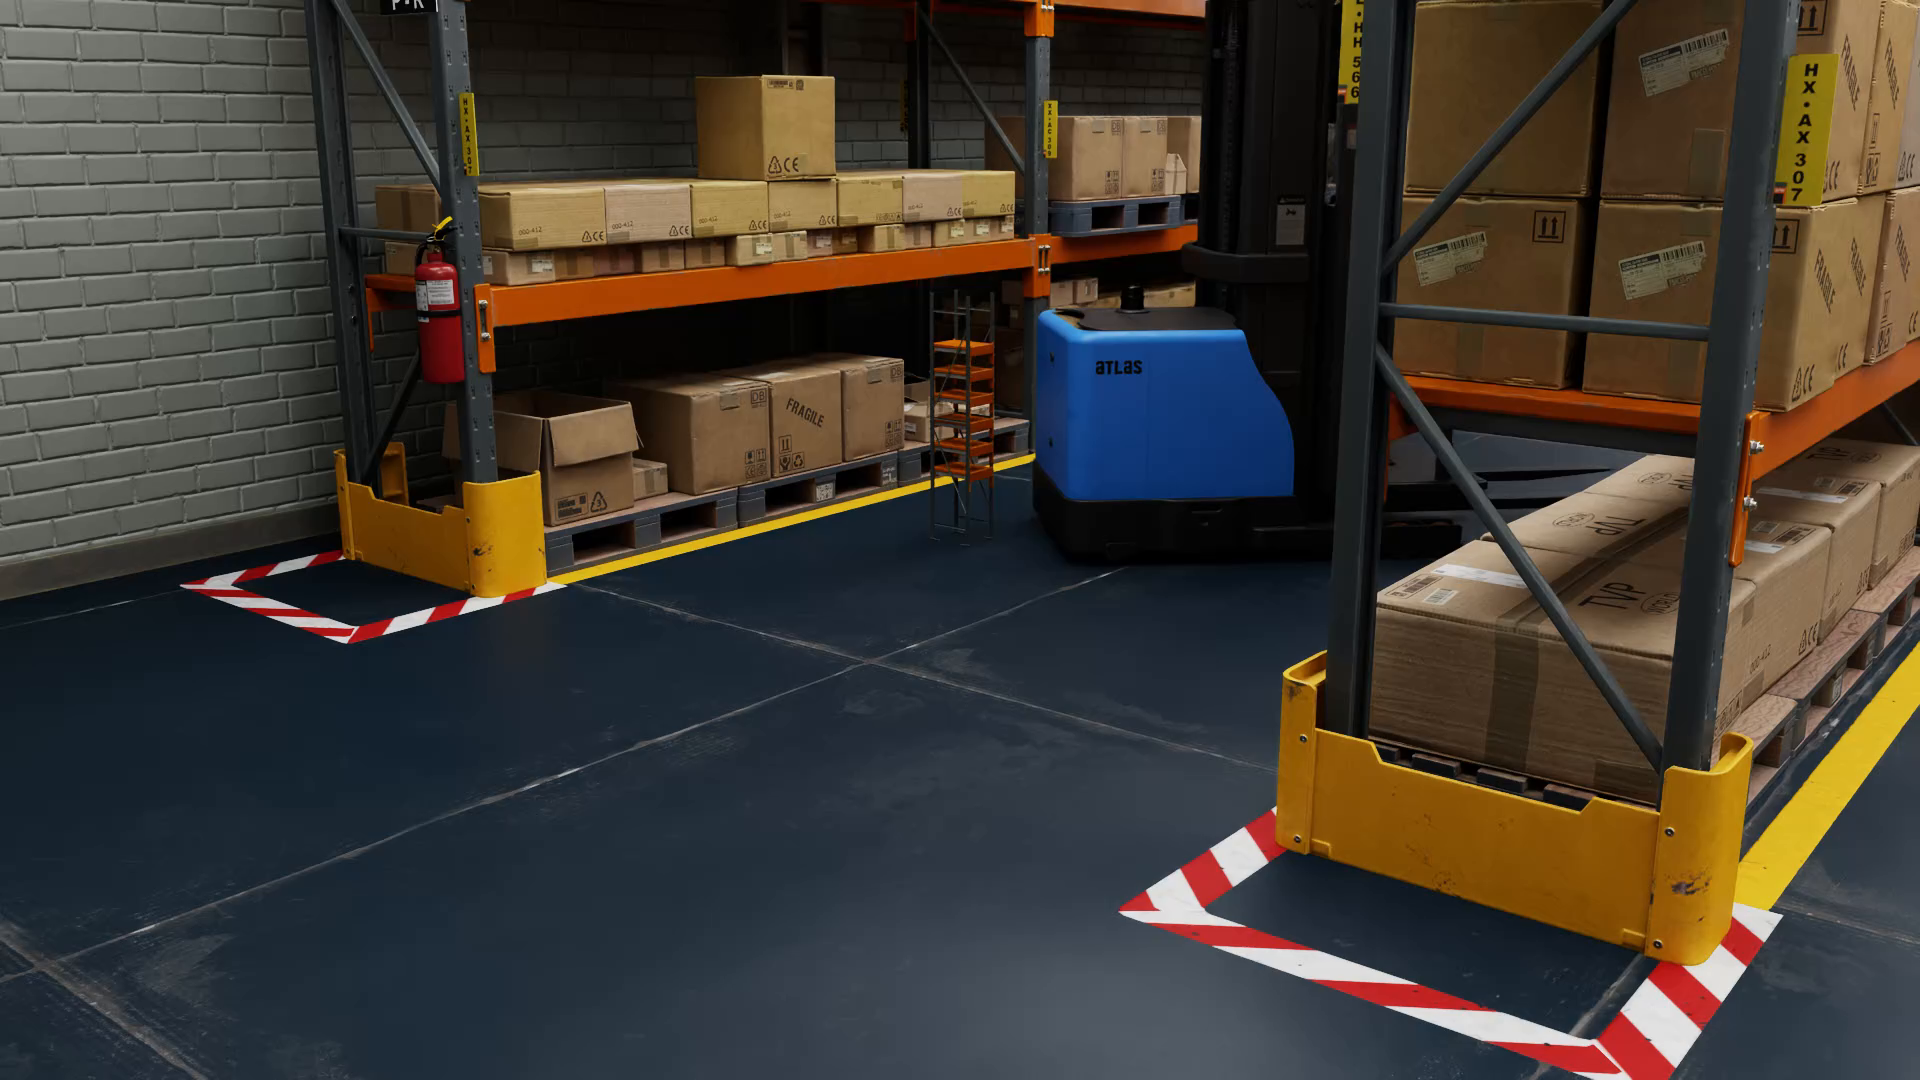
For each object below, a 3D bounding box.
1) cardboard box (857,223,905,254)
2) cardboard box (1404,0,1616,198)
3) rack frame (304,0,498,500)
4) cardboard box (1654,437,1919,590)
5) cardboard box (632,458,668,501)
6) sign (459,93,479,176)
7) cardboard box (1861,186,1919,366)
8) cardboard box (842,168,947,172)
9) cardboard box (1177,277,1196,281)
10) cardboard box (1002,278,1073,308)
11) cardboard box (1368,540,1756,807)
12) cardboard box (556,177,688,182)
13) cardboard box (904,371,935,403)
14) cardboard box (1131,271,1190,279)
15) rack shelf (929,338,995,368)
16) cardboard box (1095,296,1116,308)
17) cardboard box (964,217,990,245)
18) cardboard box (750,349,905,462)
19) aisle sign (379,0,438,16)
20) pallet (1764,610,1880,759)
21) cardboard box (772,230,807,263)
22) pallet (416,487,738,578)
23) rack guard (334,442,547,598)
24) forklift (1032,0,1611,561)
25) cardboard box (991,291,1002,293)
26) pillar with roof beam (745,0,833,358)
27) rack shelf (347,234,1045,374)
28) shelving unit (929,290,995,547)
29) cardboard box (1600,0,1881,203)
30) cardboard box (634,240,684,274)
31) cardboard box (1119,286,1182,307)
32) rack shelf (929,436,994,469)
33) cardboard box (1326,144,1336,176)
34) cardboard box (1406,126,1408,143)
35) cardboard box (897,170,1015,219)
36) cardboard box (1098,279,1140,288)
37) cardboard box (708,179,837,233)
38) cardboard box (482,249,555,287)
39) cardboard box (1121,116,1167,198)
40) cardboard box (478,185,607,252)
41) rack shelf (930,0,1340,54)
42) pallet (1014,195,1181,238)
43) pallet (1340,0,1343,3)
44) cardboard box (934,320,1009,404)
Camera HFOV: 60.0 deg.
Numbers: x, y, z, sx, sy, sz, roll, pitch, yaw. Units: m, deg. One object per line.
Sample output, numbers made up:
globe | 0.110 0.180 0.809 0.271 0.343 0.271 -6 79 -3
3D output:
cardboard box | -0.519 -1.644 9.014 0.380 0.149 0.250 11 18 37
cardboard box | 1.567 -1.201 4.525 0.500 0.500 0.500 12 19 39
rack frame | -2.413 -1.306 7.173 1.000 3.000 0.127 11 18 38
cardboard box | 3.486 -0.163 7.023 0.875 0.438 0.875 11 18 37
cardboard box | -1.658 -0.306 8.172 0.380 0.149 0.250 10 18 35
sign | -1.991 -1.642 6.736 0.100 0.325 0.005 11 18 38
cardboard box | 2.605 -0.831 5.097 0.500 0.500 0.500 11 18 37
cardboard box | -0.421 -2.091 9.961 0.500 0.250 0.500 11 18 37
cardboard box | 1.796 -1.819 12.097 0.380 0.149 0.250 11 18 37
cardboard box | 0.486 -1.560 10.473 0.380 0.149 0.250 11 18 37
cardboard box | 1.787 0.358 4.974 0.875 0.438 0.875 11 18 36
cardboard box | -1.691 -1.700 8.421 0.500 0.250 0.500 12 19 39
cardboard box | -0.498 -0.883 10.113 0.500 0.311 0.500 12 19 39
cardboard box | 1.520 -1.949 12.608 0.380 0.149 0.250 10 17 35
rack shelf | 0.009 -0.890 7.908 0.258 0.103 0.180 11 18 38
cardboard box | 0.799 -1.522 10.929 0.380 0.149 0.250 10 17 35
cardboard box | -0.050 -1.797 9.615 0.380 0.149 0.250 12 18 39
cardboard box | -0.735 -0.757 9.235 0.700 0.500 0.500 10 18 35
aisle sign | -2.228 -2.508 6.622 0.394 0.787 0.004 11 18 38
pallet | 2.658 0.415 6.061 1.003 0.211 1.213 11 18 38
cardboard box | -0.995 -1.498 8.436 0.380 0.149 0.250 12 18 39
pallet | -1.865 -0.122 8.175 1.003 0.211 1.213 11 18 38
rack guard | -2.366 -0.109 7.538 1.175 0.500 0.348 11 18 38
forklift | 1.926 -1.462 7.926 3.031 2.935 1.130 -2 14 -7
cardboard box | 0.415 -1.593 11.207 0.380 0.149 0.250 11 18 38
pillar with roof beam | 2.310 -4.320 6.851 9.100 9.000 0.400 11 18 38
rack shelf | -1.156 -1.341 8.769 1.077 0.370 4.000 11 18 38
shelving unit | 0.009 -0.584 7.986 0.258 1.200 0.189 11 18 38
cardboard box | 1.973 -1.120 4.205 0.500 0.500 0.500 11 18 36
cardboard box | -1.525 -1.355 7.877 0.380 0.149 0.250 12 19 39
cardboard box | 1.305 -1.666 11.495 0.380 0.149 0.250 12 19 39
rack shelf | 0.009 -0.425 8.027 0.258 0.103 0.180 11 18 38
cardboard box | 3.103 -3.051 13.331 0.500 0.250 0.500 11 18 37
cardboard box | 3.507 -3.373 13.788 0.380 0.149 0.250 12 18 38
cardboard box | -0.030 -2.008 9.638 0.500 0.250 0.500 12 18 39
cardboard box | 1.071 -1.792 11.991 0.380 0.149 0.250 10 18 35
cardboard box | -0.981 -1.718 8.495 0.500 0.250 0.500 11 18 36
cardboard box | -1.993 -1.205 7.284 0.380 0.149 0.250 11 18 37
cardboard box | 0.904 -2.481 10.743 0.700 0.500 0.500 12 18 38
cardboard box | -1.919 -1.423 7.332 0.500 0.250 0.500 11 18 38
rack shelf | 1.358 -3.560 11.415 1.077 0.370 4.000 11 18 38
pallet | 0.688 -2.115 10.748 1.003 0.211 1.213 11 18 38
pallet | 2.972 -4.344 13.424 1.213 0.211 1.003 12 19 40
cardboard box | 0.179 -1.204 10.995 0.500 0.500 0.500 11 18 37
